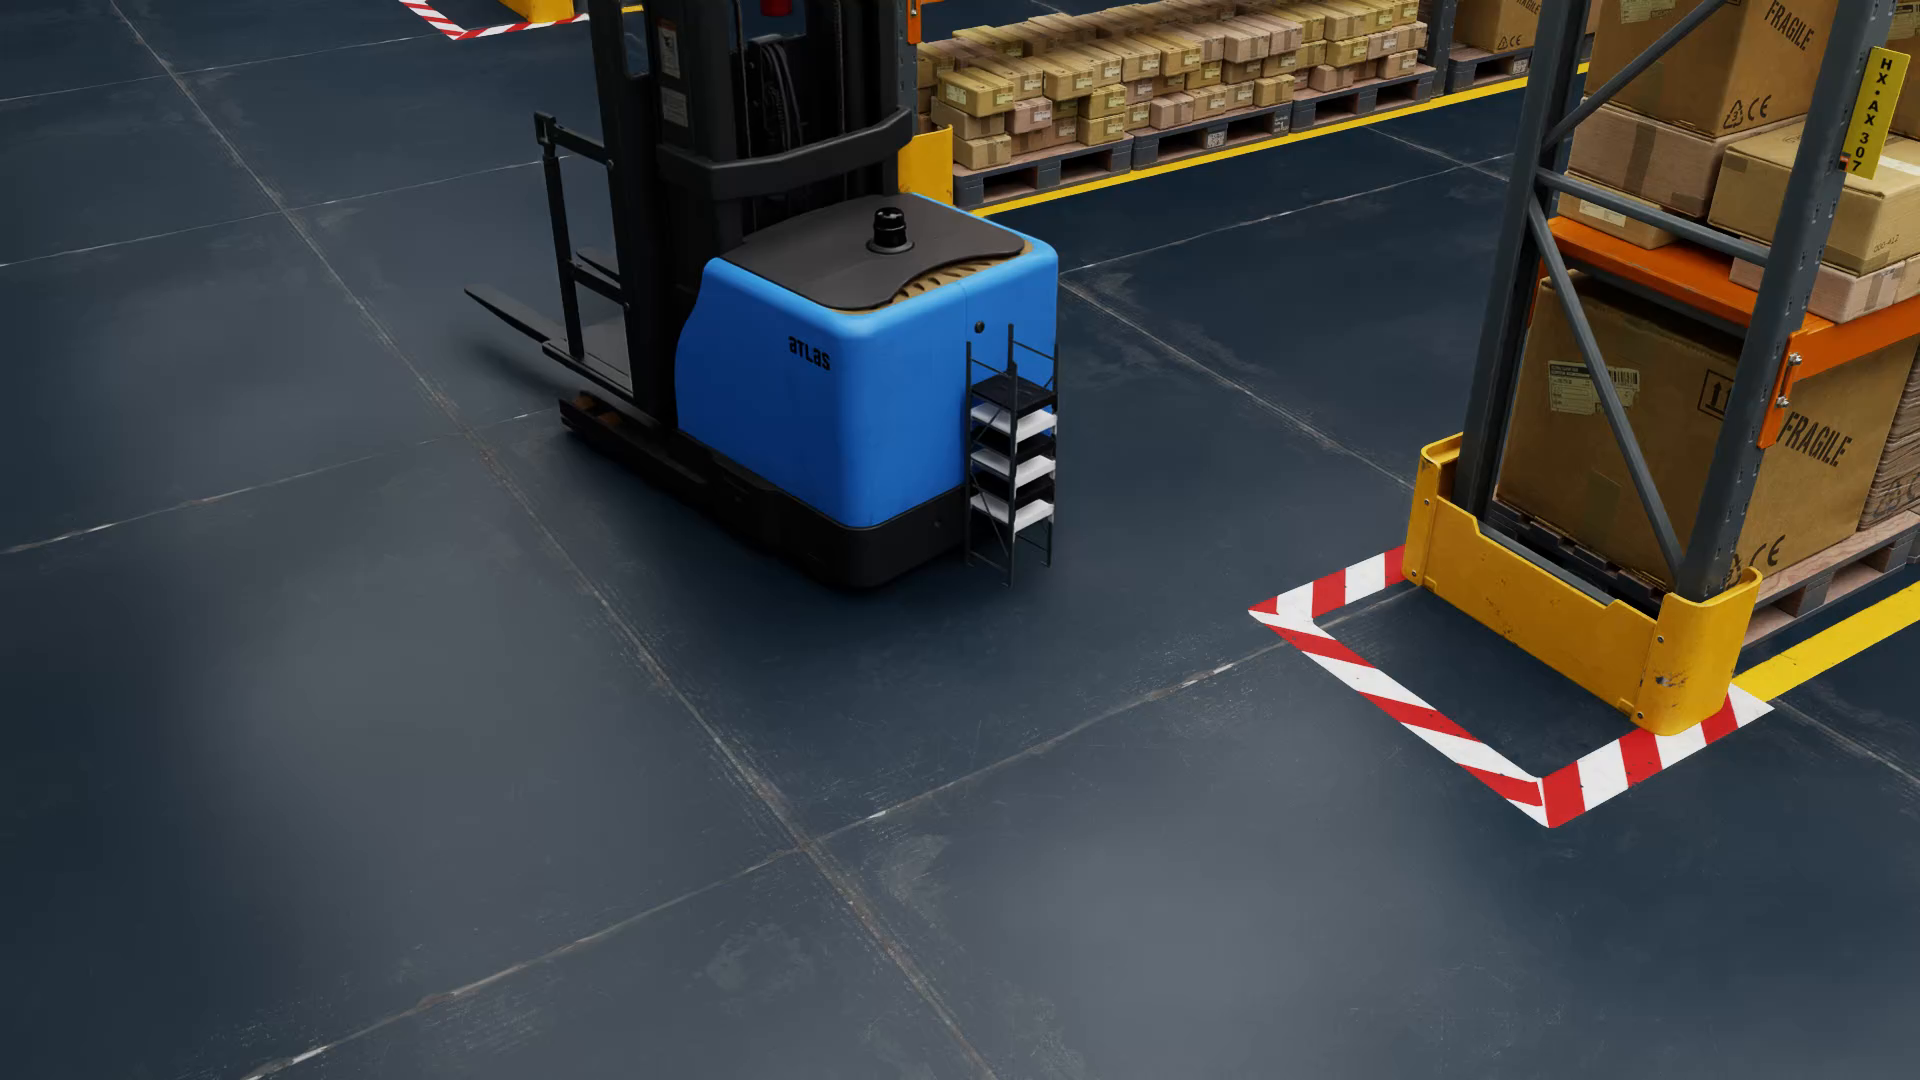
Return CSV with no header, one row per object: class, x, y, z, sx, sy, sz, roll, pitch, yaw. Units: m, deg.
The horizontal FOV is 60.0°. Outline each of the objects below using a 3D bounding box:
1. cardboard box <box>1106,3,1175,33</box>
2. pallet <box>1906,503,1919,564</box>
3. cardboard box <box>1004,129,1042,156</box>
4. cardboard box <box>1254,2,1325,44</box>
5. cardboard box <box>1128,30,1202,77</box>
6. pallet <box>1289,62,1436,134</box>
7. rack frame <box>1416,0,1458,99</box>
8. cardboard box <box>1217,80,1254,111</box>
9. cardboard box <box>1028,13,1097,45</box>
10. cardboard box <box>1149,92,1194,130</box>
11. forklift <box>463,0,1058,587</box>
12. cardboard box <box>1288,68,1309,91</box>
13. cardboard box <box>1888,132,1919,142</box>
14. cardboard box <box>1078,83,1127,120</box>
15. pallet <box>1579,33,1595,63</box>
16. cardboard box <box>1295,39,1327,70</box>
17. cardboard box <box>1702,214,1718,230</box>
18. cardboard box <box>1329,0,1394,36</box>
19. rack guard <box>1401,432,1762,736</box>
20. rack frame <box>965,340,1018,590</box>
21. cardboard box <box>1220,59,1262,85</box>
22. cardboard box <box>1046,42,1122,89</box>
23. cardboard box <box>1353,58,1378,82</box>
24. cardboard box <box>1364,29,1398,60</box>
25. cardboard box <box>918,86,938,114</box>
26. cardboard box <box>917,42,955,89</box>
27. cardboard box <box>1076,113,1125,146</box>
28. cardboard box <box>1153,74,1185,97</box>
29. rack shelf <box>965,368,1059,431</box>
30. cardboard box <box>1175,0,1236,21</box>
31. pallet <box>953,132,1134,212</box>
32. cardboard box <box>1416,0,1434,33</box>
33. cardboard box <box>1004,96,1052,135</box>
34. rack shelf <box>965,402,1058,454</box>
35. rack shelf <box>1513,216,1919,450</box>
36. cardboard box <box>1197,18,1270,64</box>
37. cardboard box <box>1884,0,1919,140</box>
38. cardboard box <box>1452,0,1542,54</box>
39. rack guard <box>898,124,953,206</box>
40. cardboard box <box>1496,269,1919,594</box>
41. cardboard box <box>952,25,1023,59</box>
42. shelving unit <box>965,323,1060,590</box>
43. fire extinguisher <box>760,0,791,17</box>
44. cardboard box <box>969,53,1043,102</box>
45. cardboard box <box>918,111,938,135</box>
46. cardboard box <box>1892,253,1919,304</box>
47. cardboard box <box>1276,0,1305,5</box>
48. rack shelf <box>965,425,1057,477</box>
cardboard box,1.095,-3.138,10.134,0.250,0.149,0.380,-19,37,-27
pallet,3.718,-0.389,6.670,1.213,0.211,1.003,-19,37,-27
cardboard box,0.251,-2.298,9.359,0.250,0.149,0.380,-19,37,-27
cardboard box,2.007,-3.159,10.167,0.250,0.149,0.380,-18,36,-26
cardboard box,1.182,-2.817,9.626,0.250,0.149,0.380,-18,37,-27
pallet,2.279,-2.972,10.764,1.213,0.211,1.003,-19,37,-27
rack frame,2.824,-4.362,10.353,0.127,3.000,1.000,-19,37,-27
cardboard box,1.553,-2.723,10.034,0.250,0.149,0.380,-18,37,-26
cardboard box,0.608,-3.023,9.952,0.250,0.149,0.380,-18,36,-26
cardboard box,1.150,-2.547,9.754,0.250,0.149,0.380,-21,38,-30
forklift,-1.015,-1.765,6.301,1.130,2.935,3.031,-27,41,-36
cardboard box,1.941,-2.903,10.319,0.250,0.149,0.380,-20,37,-28
cardboard box,3.047,-1.185,5.179,0.500,0.250,0.500,-19,37,-28
cardboard box,0.734,-2.529,9.448,0.250,0.149,0.380,-18,36,-26
pallet,4.504,-3.763,12.017,1.213,0.211,1.003,-19,37,-27
cardboard box,2.031,-3.028,10.239,0.250,0.149,0.380,-19,37,-27
cardboard box,2.403,-1.172,5.532,0.250,0.149,0.380,-19,37,-27
cardboard box,2.473,-3.274,10.350,0.250,0.149,0.380,-18,37,-27
rack guard,2.044,0.112,5.604,0.348,0.500,1.175,-19,37,-27
rack frame,0.104,-0.249,5.802,0.006,0.900,0.240,-27,41,-36
cardboard box,1.591,-2.877,10.000,0.250,0.149,0.380,-21,38,-29
cardboard box,0.698,-2.686,9.417,0.250,0.149,0.380,-21,38,-30
cardboard box,2.415,-3.030,10.520,0.250,0.149,0.380,-18,36,-26
cardboard box,2.511,-3.142,10.419,0.250,0.149,0.380,-21,38,-29
cardboard box,-0.249,-2.584,9.534,0.250,0.149,0.380,-20,37,-29
cardboard box,-0.230,-2.696,9.433,0.250,0.149,0.380,-19,37,-27
cardboard box,0.731,-2.397,9.517,0.250,0.149,0.380,-18,37,-27
cardboard box,1.111,-2.746,9.791,0.250,0.149,0.380,-17,36,-25
rack shelf,0.178,-0.487,5.734,0.200,0.077,0.258,-27,41,-36
cardboard box,1.508,-3.308,10.403,0.250,0.149,0.380,-18,37,-26
pallet,0.228,-2.267,9.646,1.213,0.211,1.003,-19,37,-27
cardboard box,3.310,-3.809,11.426,0.500,0.500,0.500,-20,37,-28
cardboard box,0.302,-2.393,9.232,0.250,0.149,0.380,-19,37,-27
rack shelf,0.178,-0.411,5.782,0.200,0.077,0.258,-27,41,-36
rack shelf,3.745,-1.226,6.056,4.000,0.370,1.077,-19,37,-27
cardboard box,1.610,-2.956,9.845,0.250,0.149,0.380,-20,38,-29
cardboard box,3.034,-1.494,4.966,0.500,0.500,0.500,-20,37,-28
cardboard box,3.589,-3.577,11.058,0.500,0.500,0.500,-17,36,-25
rack guard,-0.474,-2.170,9.222,0.348,0.500,1.175,-19,37,-27
cardboard box,2.559,-0.452,5.753,0.875,0.875,0.875,-19,37,-27
cardboard box,0.161,-2.874,9.716,0.250,0.149,0.380,-20,37,-28
shelving unit,0.178,-0.287,5.861,0.210,0.900,0.258,-27,41,-36
fire extinguisher,-1.000,-3.149,8.853,0.183,0.674,0.296,-19,37,-27
cardboard box,0.253,-2.562,9.220,0.250,0.149,0.380,-18,37,-26
cardboard box,-0.209,-2.423,9.558,0.250,0.149,0.380,-18,37,-26
cardboard box,2.756,-0.875,5.062,0.250,0.149,0.380,-20,37,-28
cardboard box,1.973,-3.430,10.597,0.250,0.149,0.380,-20,37,-28
rack shelf,0.178,-0.335,5.831,0.200,0.077,0.258,-27,41,-36
